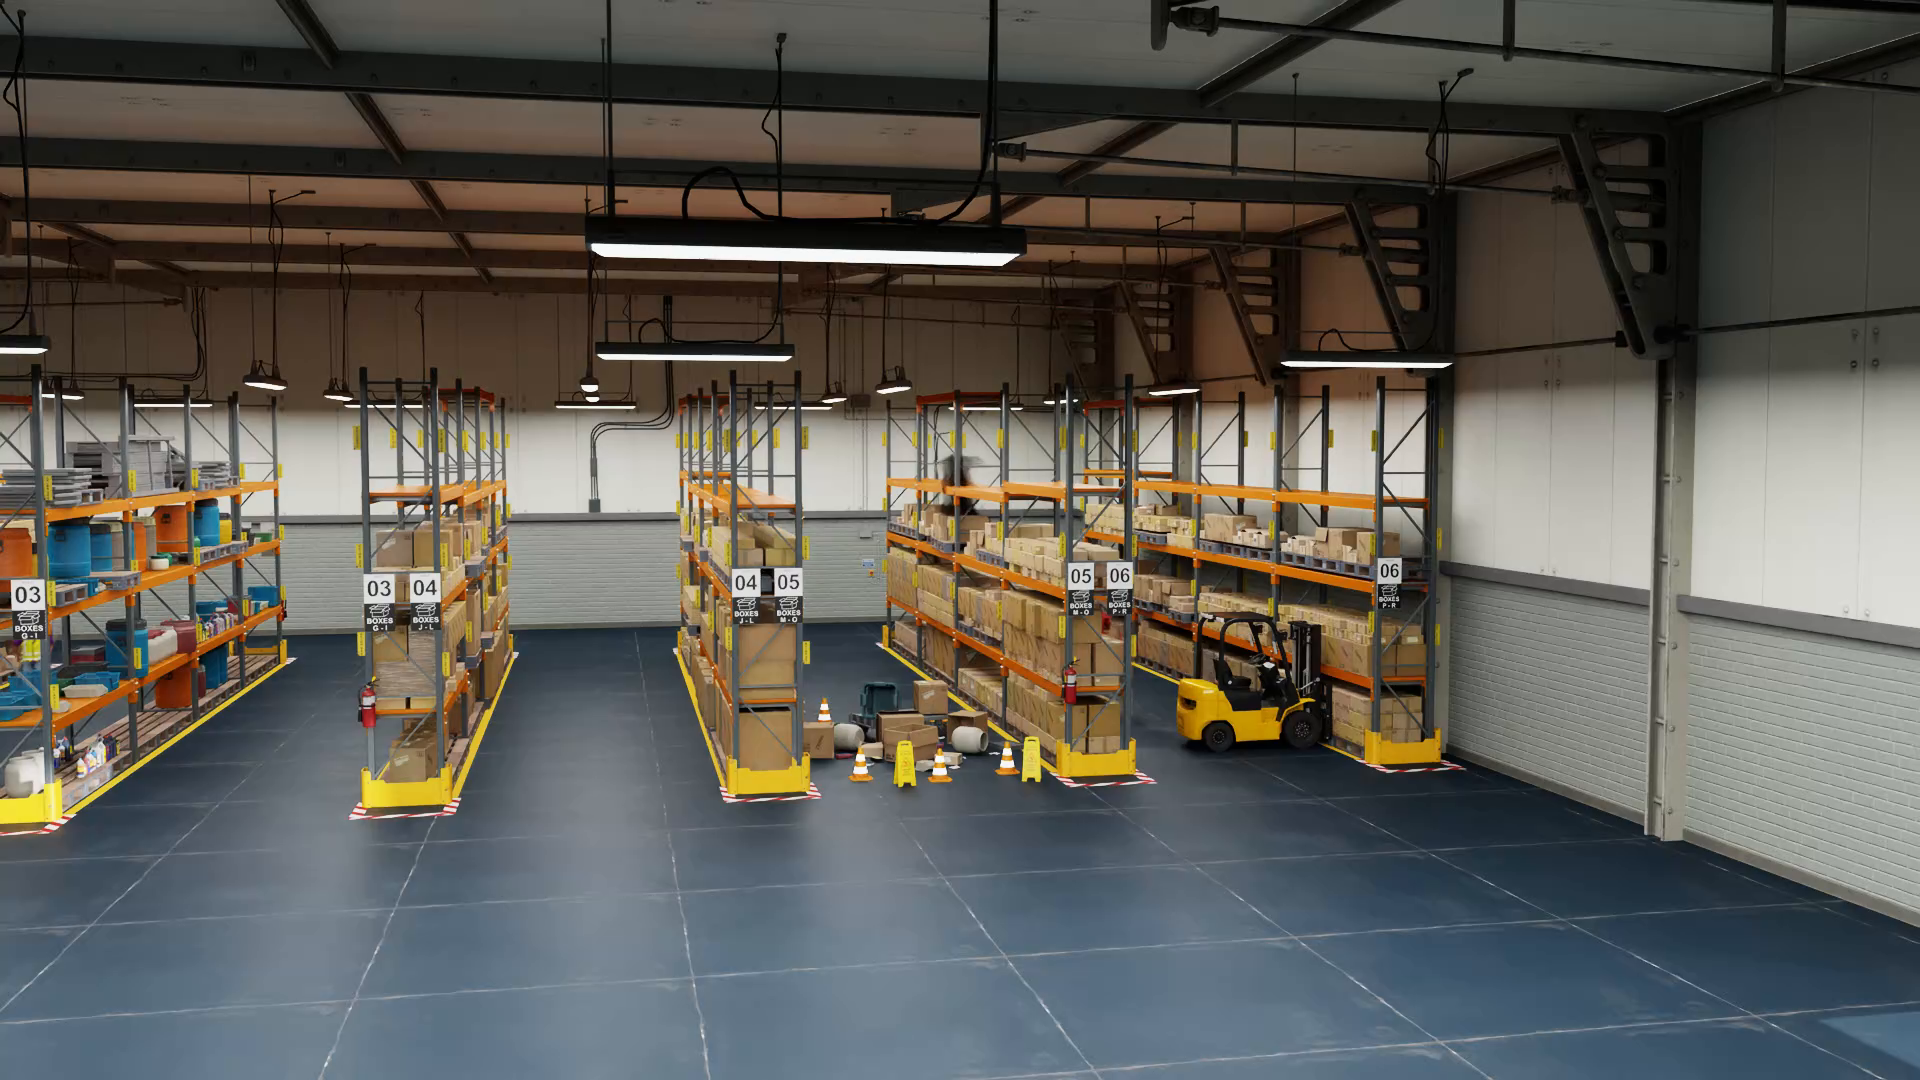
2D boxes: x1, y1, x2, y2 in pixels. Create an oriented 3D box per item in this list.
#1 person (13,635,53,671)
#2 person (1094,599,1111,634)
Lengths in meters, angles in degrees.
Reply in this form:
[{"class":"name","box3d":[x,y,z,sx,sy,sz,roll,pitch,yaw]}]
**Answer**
[{"class":"person","box3d":[-17.439,2.276,31.280,0.680,1.725,0.555,-2,4,-25]},{"class":"person","box3d":[2.585,2.009,31.691,0.660,1.772,0.881,-1,4,-17]}]
